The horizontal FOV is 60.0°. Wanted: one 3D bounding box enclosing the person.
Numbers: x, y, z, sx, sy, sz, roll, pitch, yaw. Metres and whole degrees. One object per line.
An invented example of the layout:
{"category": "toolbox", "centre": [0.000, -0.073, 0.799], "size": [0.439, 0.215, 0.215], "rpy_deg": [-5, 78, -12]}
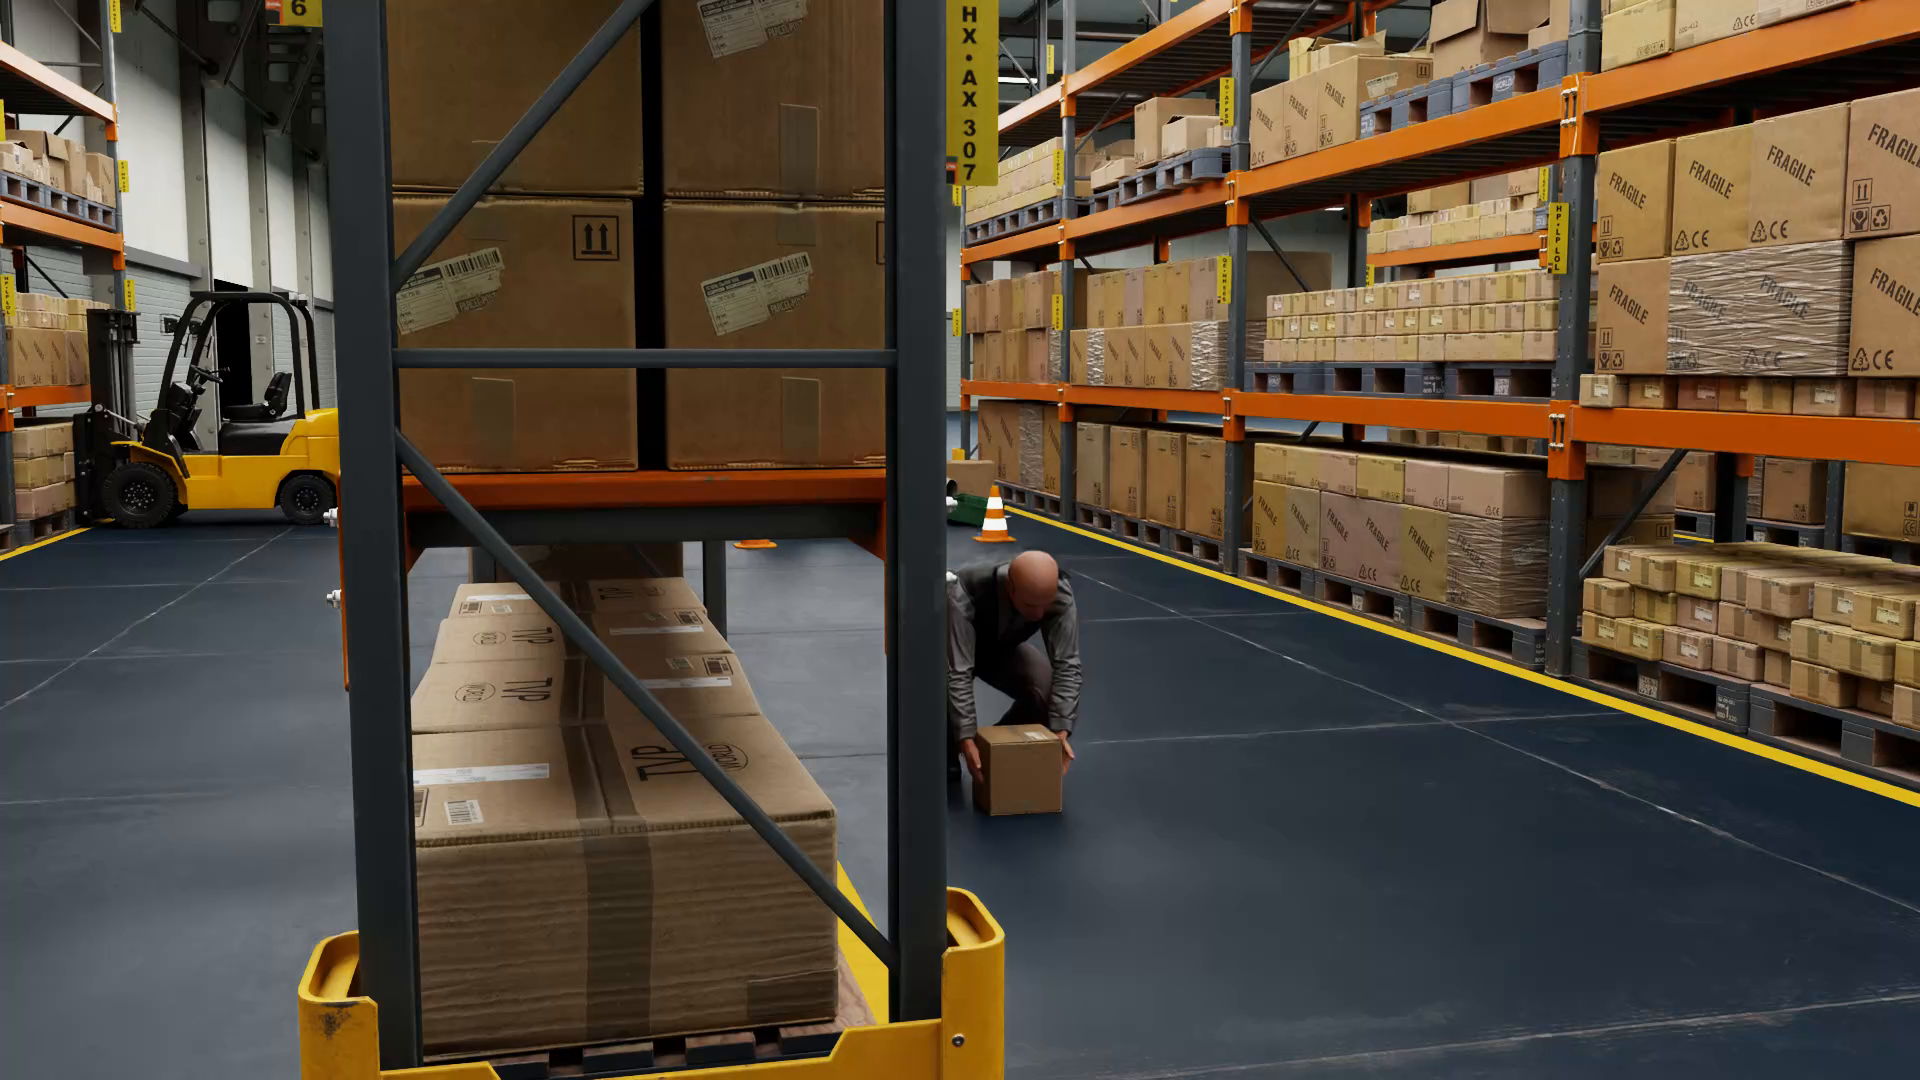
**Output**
{"category": "person", "centre": [0.123, 0.441, 5.979], "size": [0.538, 0.869, 0.871], "rpy_deg": [-1, 6, -13]}
